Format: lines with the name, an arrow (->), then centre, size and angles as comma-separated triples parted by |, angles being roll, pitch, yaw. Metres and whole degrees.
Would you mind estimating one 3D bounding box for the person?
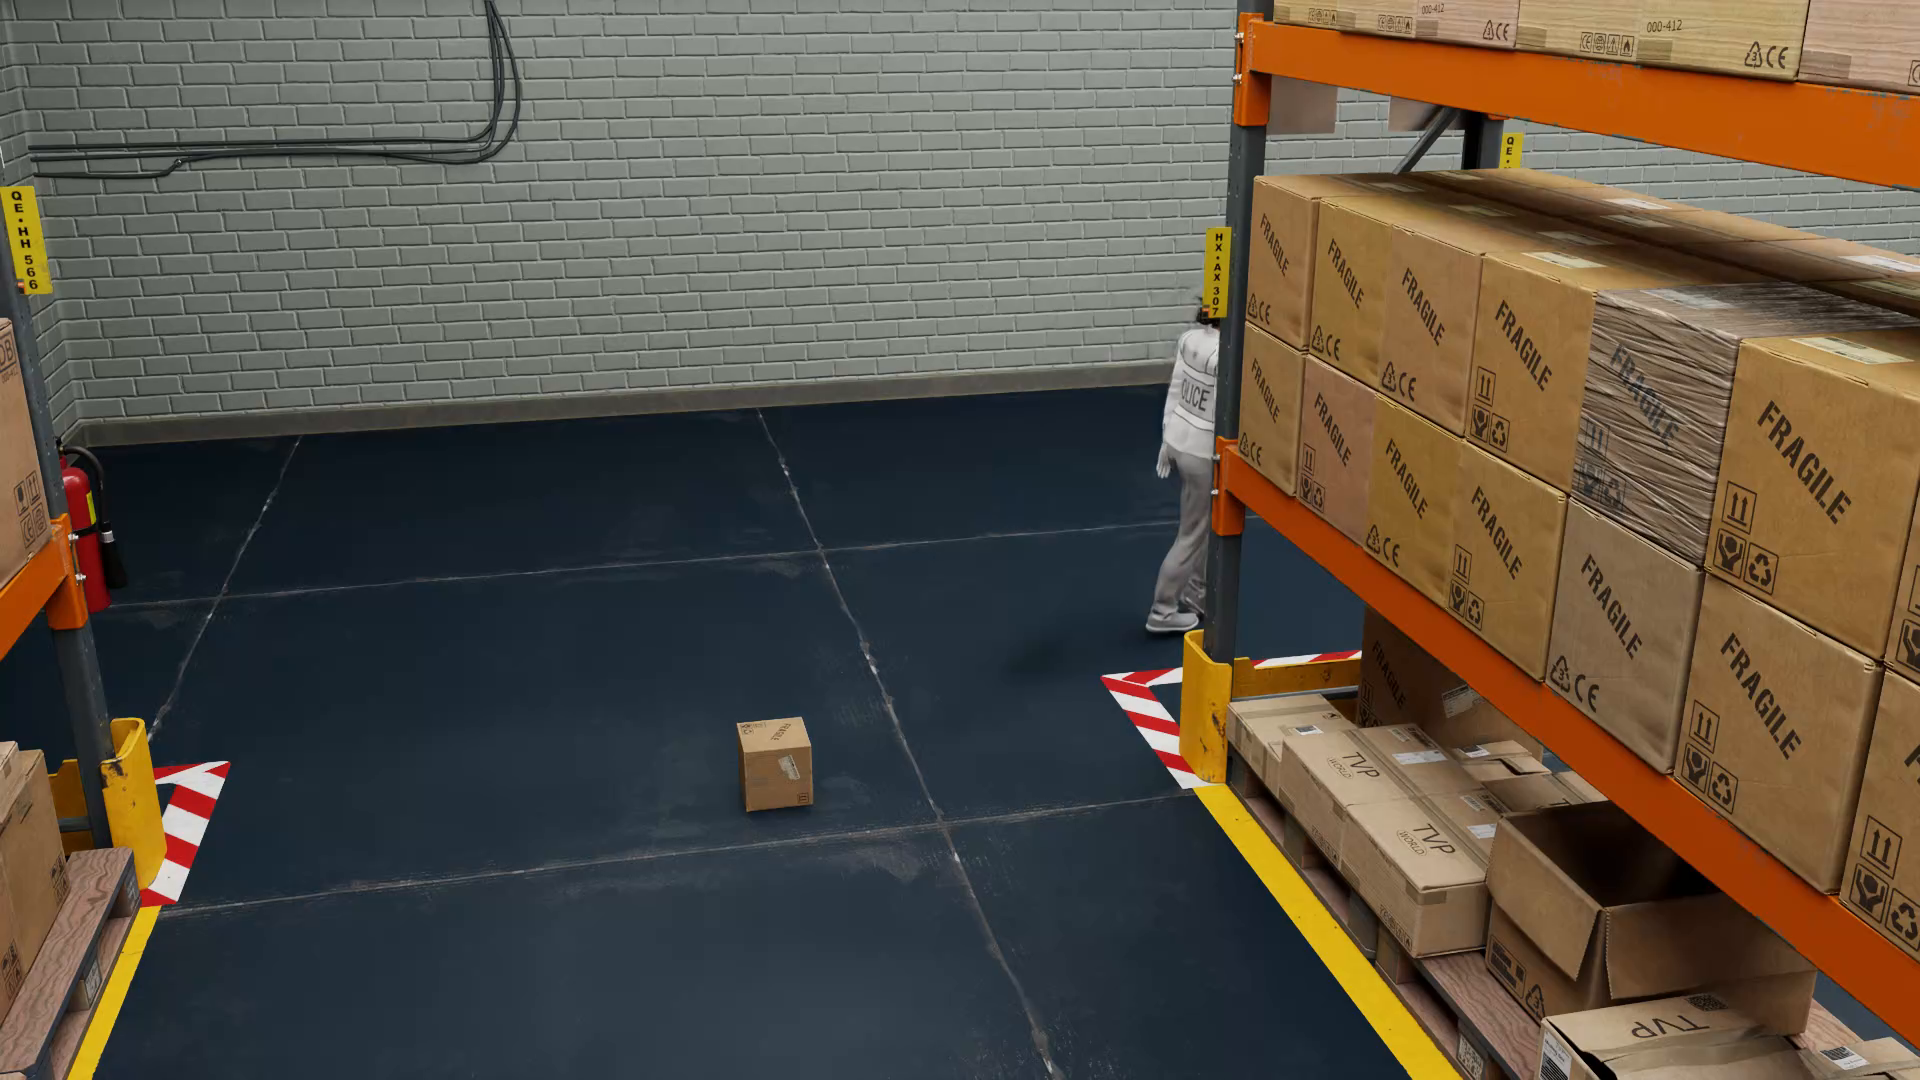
person -> 1.104, -0.342, 7.507 | 0.491, 1.728, 0.508 | -6, 21, -17
